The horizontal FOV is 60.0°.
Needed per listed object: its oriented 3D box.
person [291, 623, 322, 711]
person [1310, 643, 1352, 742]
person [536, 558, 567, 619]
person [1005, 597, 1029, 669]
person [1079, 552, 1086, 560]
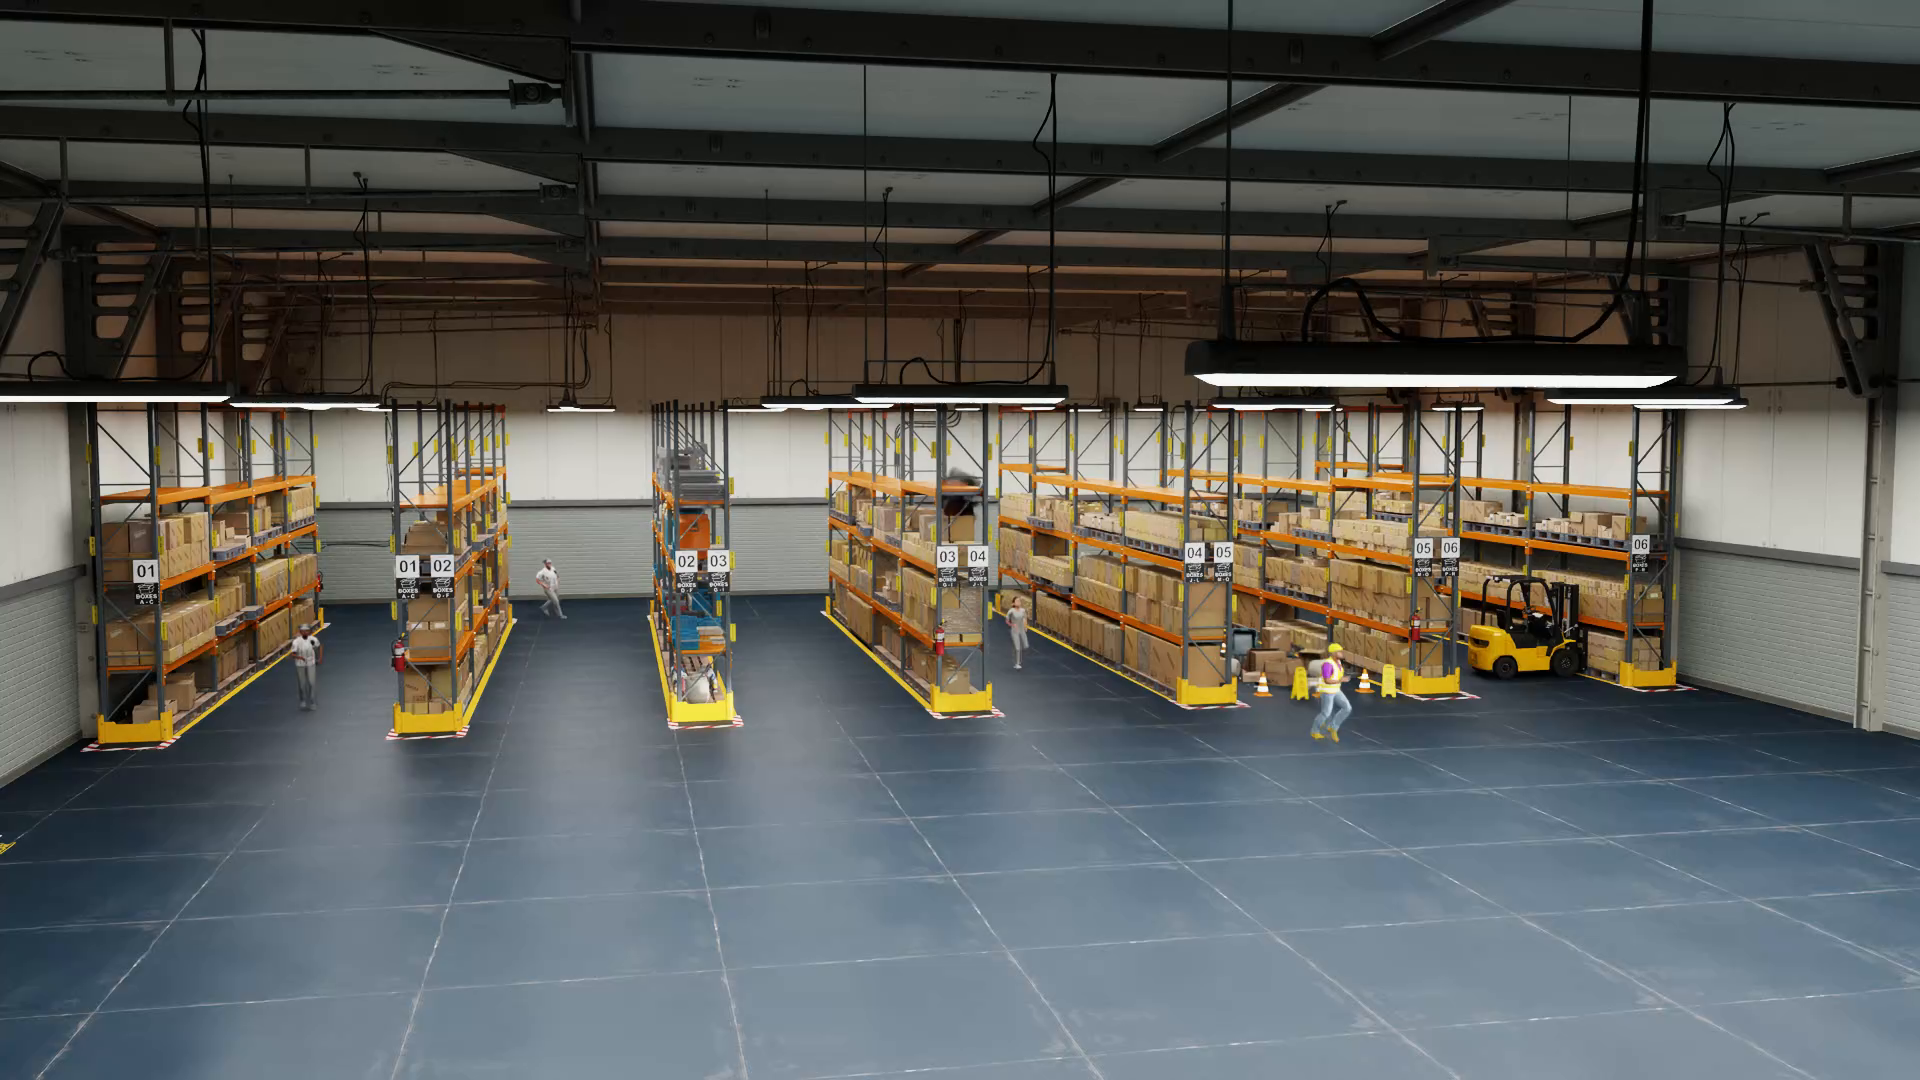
[{"bbox_3d":[-12.648,2.472,32.215,0.590,1.748,0.717,-2,5,-25],"label":"person"},{"bbox_3d":[6.484,2.656,28.995,0.797,1.738,0.734,3,6,39],"label":"person"},{"bbox_3d":[-11.544,1.361,46.595,0.908,1.739,0.700,2,5,26],"label":"person"},{"bbox_3d":[1.302,2.086,37.440,0.560,1.622,0.577,-2,5,-24],"label":"person"},{"bbox_3d":[3.551,1.253,47.726,0.655,1.822,0.817,-1,4,-8],"label":"person"}]
